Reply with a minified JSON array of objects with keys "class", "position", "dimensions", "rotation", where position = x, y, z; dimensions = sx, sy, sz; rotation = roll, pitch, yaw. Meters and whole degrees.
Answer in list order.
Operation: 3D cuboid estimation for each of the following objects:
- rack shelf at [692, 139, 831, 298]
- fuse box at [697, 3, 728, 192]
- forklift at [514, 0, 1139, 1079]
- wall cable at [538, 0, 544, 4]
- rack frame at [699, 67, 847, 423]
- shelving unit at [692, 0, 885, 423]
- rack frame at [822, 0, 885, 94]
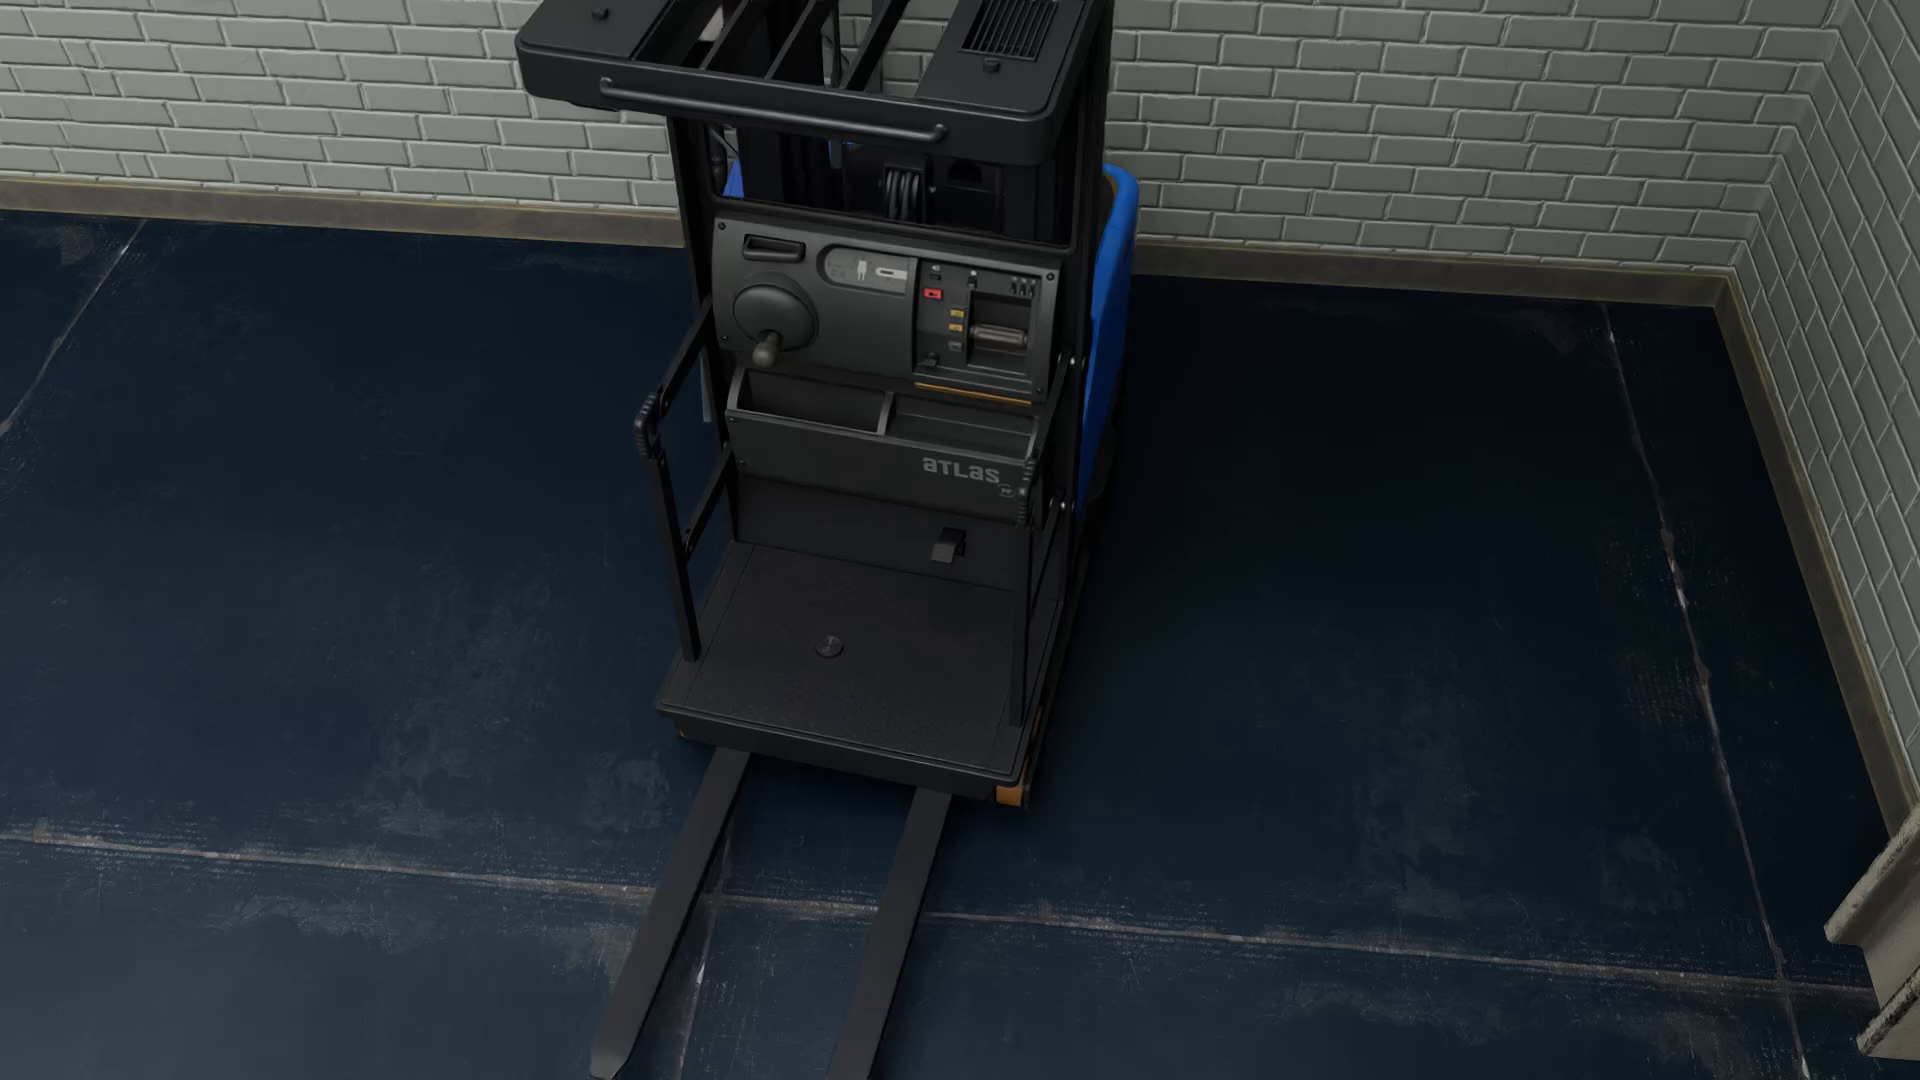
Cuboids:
[{"class":"rack shelf","position":[-0.606,-1.171,6.045],"dimensions":[0.538,0.185,1.000],"rotation":[7,46,1]},{"class":"fuse box","position":[-0.918,-1.632,6.083],"dimensions":[0.539,1.711,0.414],"rotation":[4,48,4]},{"class":"forklift","position":[-0.253,-0.508,4.228],"dimensions":[1.130,2.935,3.031],"rotation":[10,48,9]},{"class":"wall cable","position":[-1.583,-2.571,5.380],"dimensions":[0.588,1.984,0.122],"rotation":[4,48,4]},{"class":"rack frame","position":[-0.641,-0.929,5.565],"dimensions":[0.500,1.500,0.032],"rotation":[7,46,1]},{"class":"shelving unit","position":[-0.594,-1.294,5.915],"dimensions":[0.538,1.500,1.048],"rotation":[7,46,1]},{"class":"rack frame","position":[-0.546,-1.660,6.265],"dimensions":[0.500,1.500,0.032],"rotation":[7,46,1]}]
